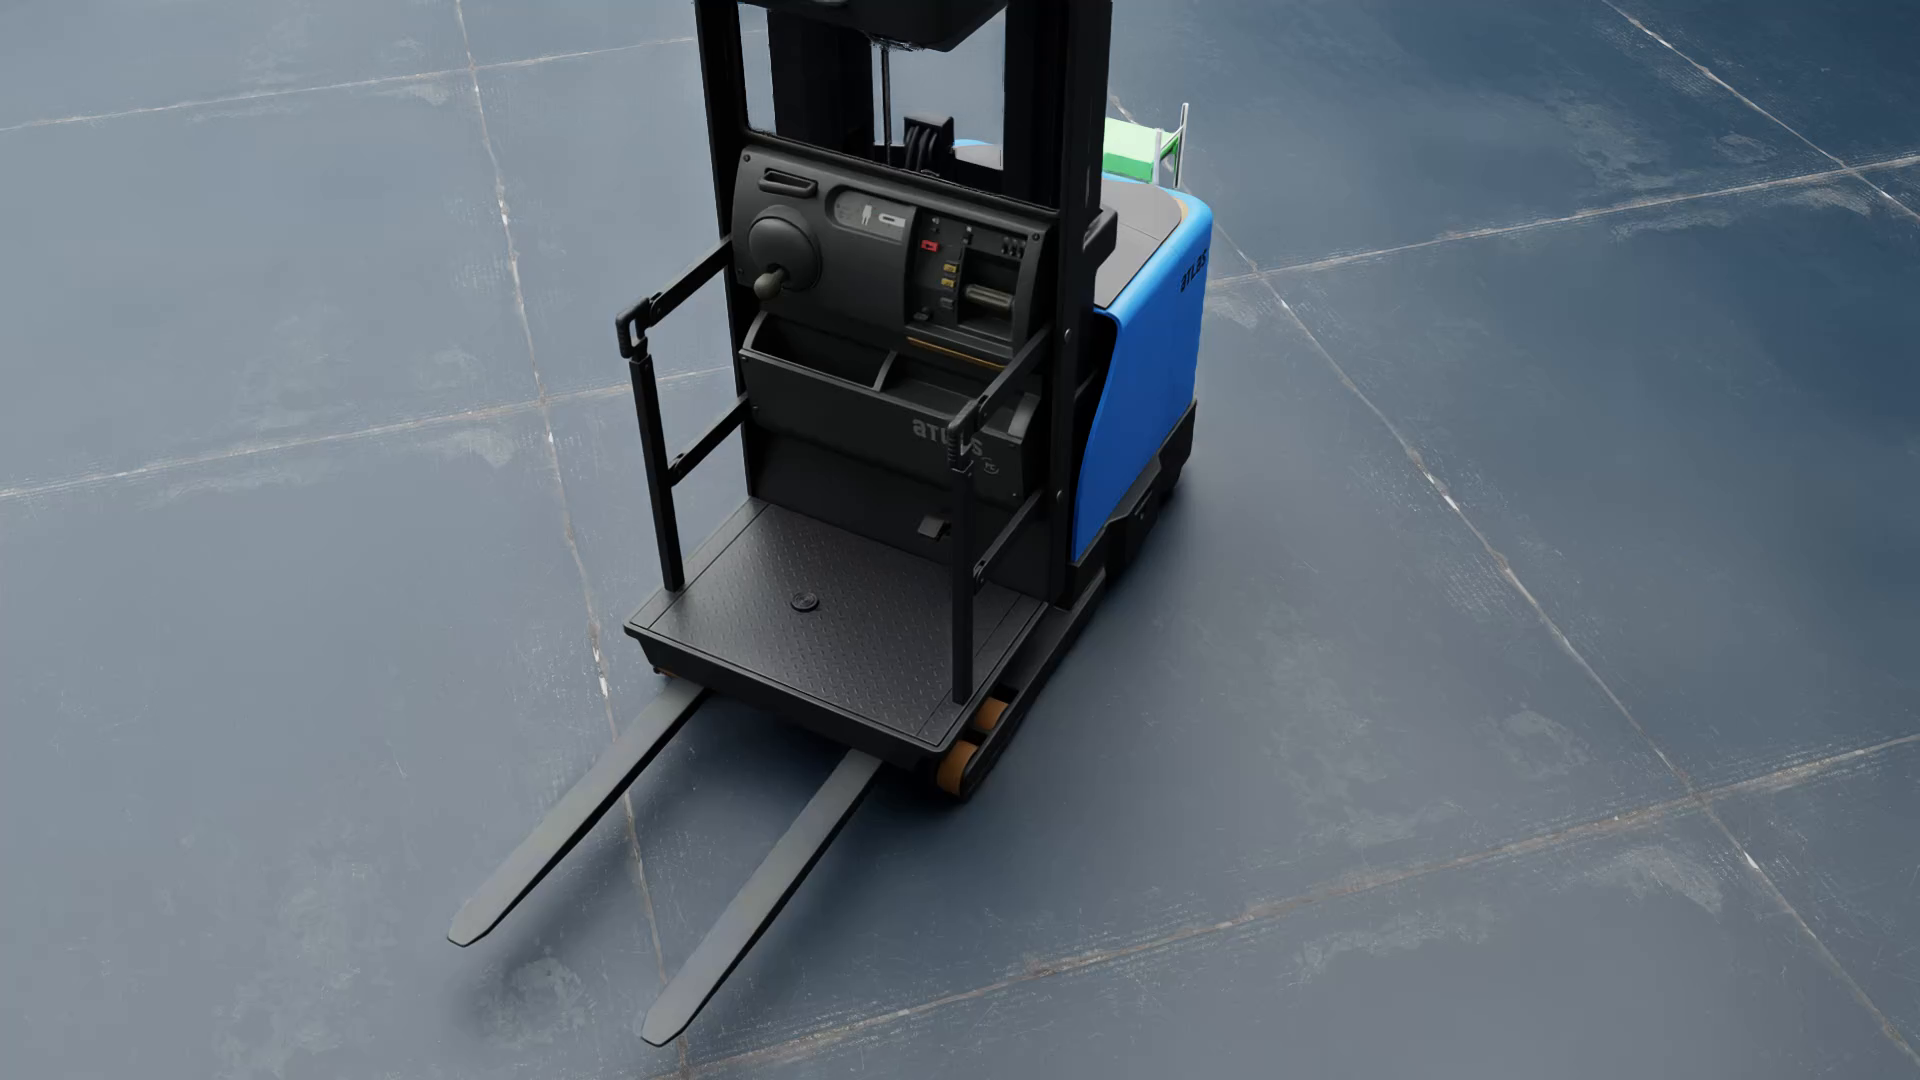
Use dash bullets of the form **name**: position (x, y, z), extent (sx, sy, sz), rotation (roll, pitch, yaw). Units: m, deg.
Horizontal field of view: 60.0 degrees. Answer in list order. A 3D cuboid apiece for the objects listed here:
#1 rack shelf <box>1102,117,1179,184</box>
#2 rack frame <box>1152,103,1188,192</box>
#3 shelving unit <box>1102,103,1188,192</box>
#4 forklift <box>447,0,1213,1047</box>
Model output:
- **rack shelf**: position (0.491, -1.343, 5.736), extent (0.480, 0.148, 0.258), rotation (20, 43, 21)
- **rack frame**: position (0.698, -0.945, 5.913), extent (0.015, 1.200, 0.240), rotation (20, 43, 21)
- **shelving unit**: position (0.484, -1.022, 6.001), extent (0.503, 1.200, 0.258), rotation (20, 43, 21)
- **forklift**: position (-0.305, -0.694, 4.316), extent (1.130, 2.935, 3.031), rotation (19, 45, 21)
